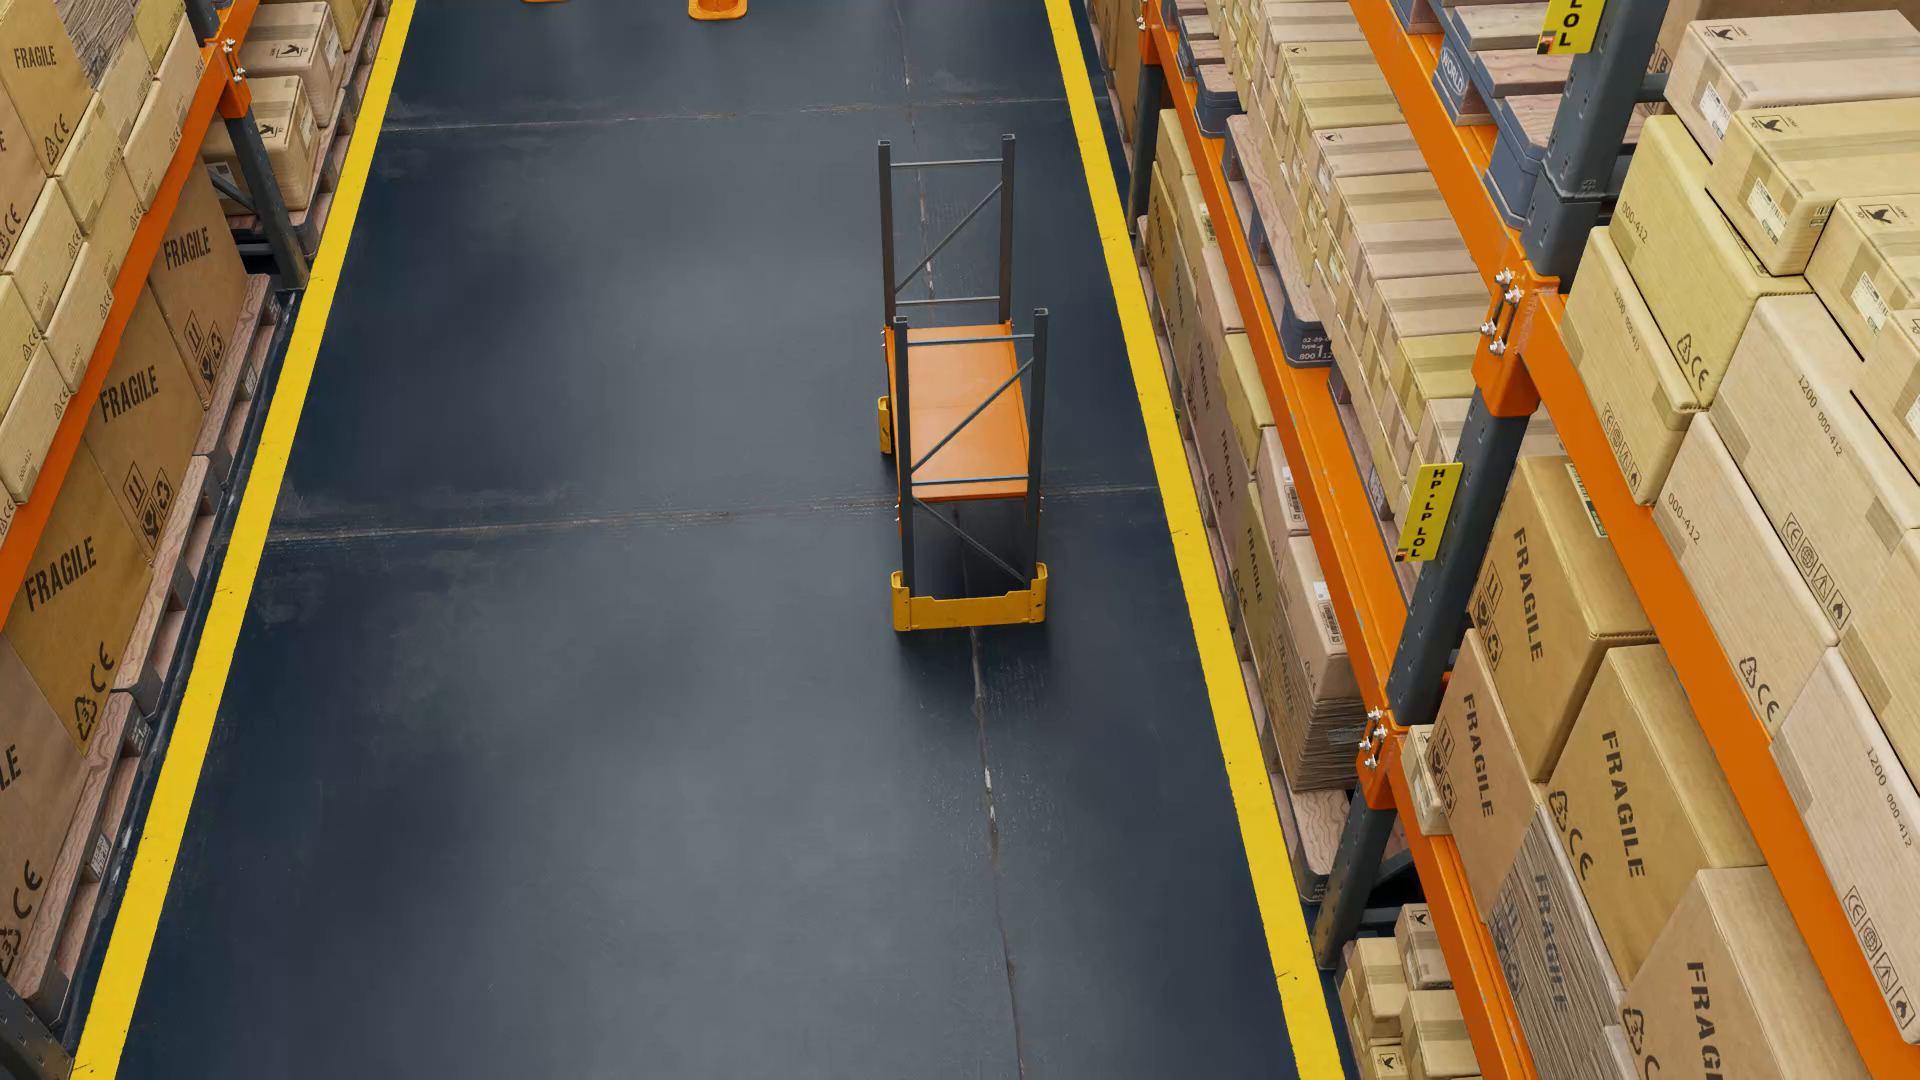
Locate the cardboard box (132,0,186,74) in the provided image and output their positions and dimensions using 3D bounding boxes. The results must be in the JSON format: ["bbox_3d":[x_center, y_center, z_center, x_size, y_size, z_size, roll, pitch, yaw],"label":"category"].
[{"bbox_3d":[-3.303,-2.006,6.343,0.500,0.250,0.500,-4,47,-3],"label":"cardboard box"}]

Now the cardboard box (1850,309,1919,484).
[{"bbox_3d":[1.489,-0.196,2.288,0.380,0.149,0.250,-5,47,-4],"label":"cardboard box"}]

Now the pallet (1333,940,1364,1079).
[{"bbox_3d":[1.754,1.742,4.954,1.003,0.211,1.213,-3,47,-3],"label":"pallet"}]

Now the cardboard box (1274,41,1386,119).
[{"bbox_3d":[1.285,-1.560,5.635,0.380,0.149,0.250,-2,47,-2],"label":"cardboard box"}]

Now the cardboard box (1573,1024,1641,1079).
[{"bbox_3d":[1.507,1.261,3.216,0.500,0.500,0.500,-4,47,-4],"label":"cardboard box"}]

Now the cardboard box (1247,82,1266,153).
[{"bbox_3d":[1.258,-1.539,6.026,0.380,0.149,0.250,-2,47,-2],"label":"cardboard box"}]

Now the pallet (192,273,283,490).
[{"bbox_3d":[-3.606,-0.686,7.255,1.003,0.211,1.213,-3,47,-3],"label":"pallet"}]

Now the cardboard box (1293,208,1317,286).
[{"bbox_3d":[1.319,-0.976,5.492,0.380,0.149,0.250,-2,47,-2],"label":"cardboard box"}]

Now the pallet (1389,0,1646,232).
[{"bbox_3d":[1.717,-1.120,3.808,1.213,0.211,1.003,-3,47,-3],"label":"pallet"}]

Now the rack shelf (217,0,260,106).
[{"bbox_3d":[-3.764,-3.420,8.418,1.077,0.370,4.000,-3,47,-3],"label":"rack shelf"}]

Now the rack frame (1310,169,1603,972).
[{"bbox_3d":[1.662,0.300,4.400,1.000,3.000,0.127,-3,47,-3],"label":"rack frame"}]

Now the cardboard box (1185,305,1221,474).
[{"bbox_3d":[1.226,-0.617,6.701,0.500,0.500,0.500,-5,47,-4],"label":"cardboard box"}]

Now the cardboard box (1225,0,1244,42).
[{"bbox_3d":[1.218,-2.004,6.261,0.380,0.149,0.250,-5,47,-5],"label":"cardboard box"}]

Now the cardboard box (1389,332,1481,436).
[{"bbox_3d":[1.411,-0.436,4.571,0.380,0.149,0.250,-5,47,-4],"label":"cardboard box"}]

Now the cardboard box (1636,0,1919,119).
[{"bbox_3d":[1.740,-1.191,3.388,0.700,0.500,0.500,-3,47,-3],"label":"cardboard box"}]

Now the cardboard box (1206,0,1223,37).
[{"bbox_3d":[1.186,-2.122,6.578,0.380,0.149,0.250,-1,47,-1],"label":"cardboard box"}]

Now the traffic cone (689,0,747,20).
[{"bbox_3d":[-1.412,-3.281,9.539,0.336,0.463,0.334,-3,47,-3],"label":"traffic cone"}]

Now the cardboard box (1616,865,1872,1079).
[{"bbox_3d":[1.527,0.901,2.868,0.500,0.500,0.500,-3,47,-3],"label":"cardboard box"}]

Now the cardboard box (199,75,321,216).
[{"bbox_3d":[-3.634,-1.871,7.976,0.950,0.372,0.625,-6,47,-6],"label":"cardboard box"}]

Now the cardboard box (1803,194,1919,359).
[{"bbox_3d":[1.512,-0.387,2.469,0.380,0.149,0.250,-4,47,-4],"label":"cardboard box"}]

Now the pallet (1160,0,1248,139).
[{"bbox_3d":[1.493,-2.019,6.728,1.213,0.211,1.003,-3,47,-3],"label":"pallet"}]

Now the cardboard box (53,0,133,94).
[{"bbox_3d":[-3.242,-1.870,5.697,0.500,0.500,0.500,-3,47,-3],"label":"cardboard box"}]

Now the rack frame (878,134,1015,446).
[{"bbox_3d":[-0.050,-0.945,6.612,0.500,1.500,0.032,-3,47,-3],"label":"rack frame"}]

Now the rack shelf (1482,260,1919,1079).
[{"bbox_3d":[1.830,0.963,2.202,1.077,0.370,4.000,-3,47,-3],"label":"rack shelf"}]

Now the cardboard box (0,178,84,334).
[{"bbox_3d":[-3.150,-0.890,5.286,0.500,0.250,0.500,-5,47,-4],"label":"cardboard box"}]

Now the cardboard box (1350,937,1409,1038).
[{"bbox_3d":[1.374,1.315,4.908,0.380,0.149,0.250,-2,47,-1],"label":"cardboard box"}]

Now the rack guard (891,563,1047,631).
[{"bbox_3d":[0.035,0.219,6.370,0.587,0.250,0.087,-3,47,-3],"label":"rack guard"}]

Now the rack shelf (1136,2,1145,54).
[{"bbox_3d":[1.160,-3.794,8.773,1.077,0.370,4.000,-3,47,-3],"label":"rack shelf"}]

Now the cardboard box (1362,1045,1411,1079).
[{"bbox_3d":[1.395,1.611,4.832,0.380,0.149,0.250,-2,47,-2],"label":"cardboard box"}]

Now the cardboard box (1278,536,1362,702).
[{"bbox_3d":[1.348,0.234,5.379,0.500,0.250,0.500,-5,47,-4],"label":"cardboard box"}]

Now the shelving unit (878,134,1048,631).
[{"bbox_3d":[-0.006,-0.571,6.258,0.587,1.500,1.083,-3,47,-3],"label":"shelving unit"}]

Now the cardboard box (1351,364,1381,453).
[{"bbox_3d":[1.390,-0.402,4.948,0.380,0.149,0.250,-4,47,-3],"label":"cardboard box"}]

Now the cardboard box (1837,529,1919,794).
[{"bbox_3d":[1.529,0.236,2.153,0.500,0.250,0.500,-3,47,-3],"label":"cardboard box"}]

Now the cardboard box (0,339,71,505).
[{"bbox_3d":[-3.108,-0.355,5.124,0.500,0.250,0.500,-4,47,-4],"label":"cardboard box"}]

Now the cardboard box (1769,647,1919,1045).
[{"bbox_3d":[1.513,0.411,2.332,0.500,0.250,0.500,-2,47,-2],"label":"cardboard box"}]

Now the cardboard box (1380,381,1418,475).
[{"bbox_3d":[1.409,-0.327,4.673,0.380,0.149,0.250,-3,47,-3],"label":"cardboard box"}]

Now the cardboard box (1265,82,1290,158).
[{"bbox_3d":[1.277,-1.461,5.747,0.380,0.149,0.250,-4,47,-4],"label":"cardboard box"}]

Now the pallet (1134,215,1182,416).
[{"bbox_3d":[1.391,-1.070,7.618,1.003,0.211,1.213,-3,47,-3],"label":"pallet"}]

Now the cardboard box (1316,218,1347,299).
[{"bbox_3d":[1.343,-0.893,5.208,0.380,0.149,0.250,-6,47,-5],"label":"cardboard box"}]

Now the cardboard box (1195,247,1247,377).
[{"bbox_3d":[1.215,-0.898,6.450,0.500,0.250,0.500,-3,47,-3],"label":"cardboard box"}]

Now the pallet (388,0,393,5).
[{"bbox_3d":[-3.865,-3.592,10.007,1.003,0.211,1.213,-3,47,-3],"label":"pallet"}]

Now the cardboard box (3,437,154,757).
[{"bbox_3d":[-3.477,0.163,5.704,0.875,0.875,0.875,-2,47,-2],"label":"cardboard box"}]

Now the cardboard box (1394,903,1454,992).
[{"bbox_3d":[1.485,1.193,4.819,0.380,0.149,0.250,-2,47,-2],"label":"cardboard box"}]

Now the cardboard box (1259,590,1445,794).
[{"bbox_3d":[1.349,0.495,5.648,0.500,0.500,0.500,-4,47,-4],"label":"cardboard box"}]

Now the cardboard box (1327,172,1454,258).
[{"bbox_3d":[1.352,-0.991,5.096,0.380,0.149,0.250,-5,47,-5],"label":"cardboard box"}]

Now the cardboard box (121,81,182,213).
[{"bbox_3d":[-3.237,-1.450,6.161,0.500,0.250,0.500,-3,47,-3],"label":"cardboard box"}]
